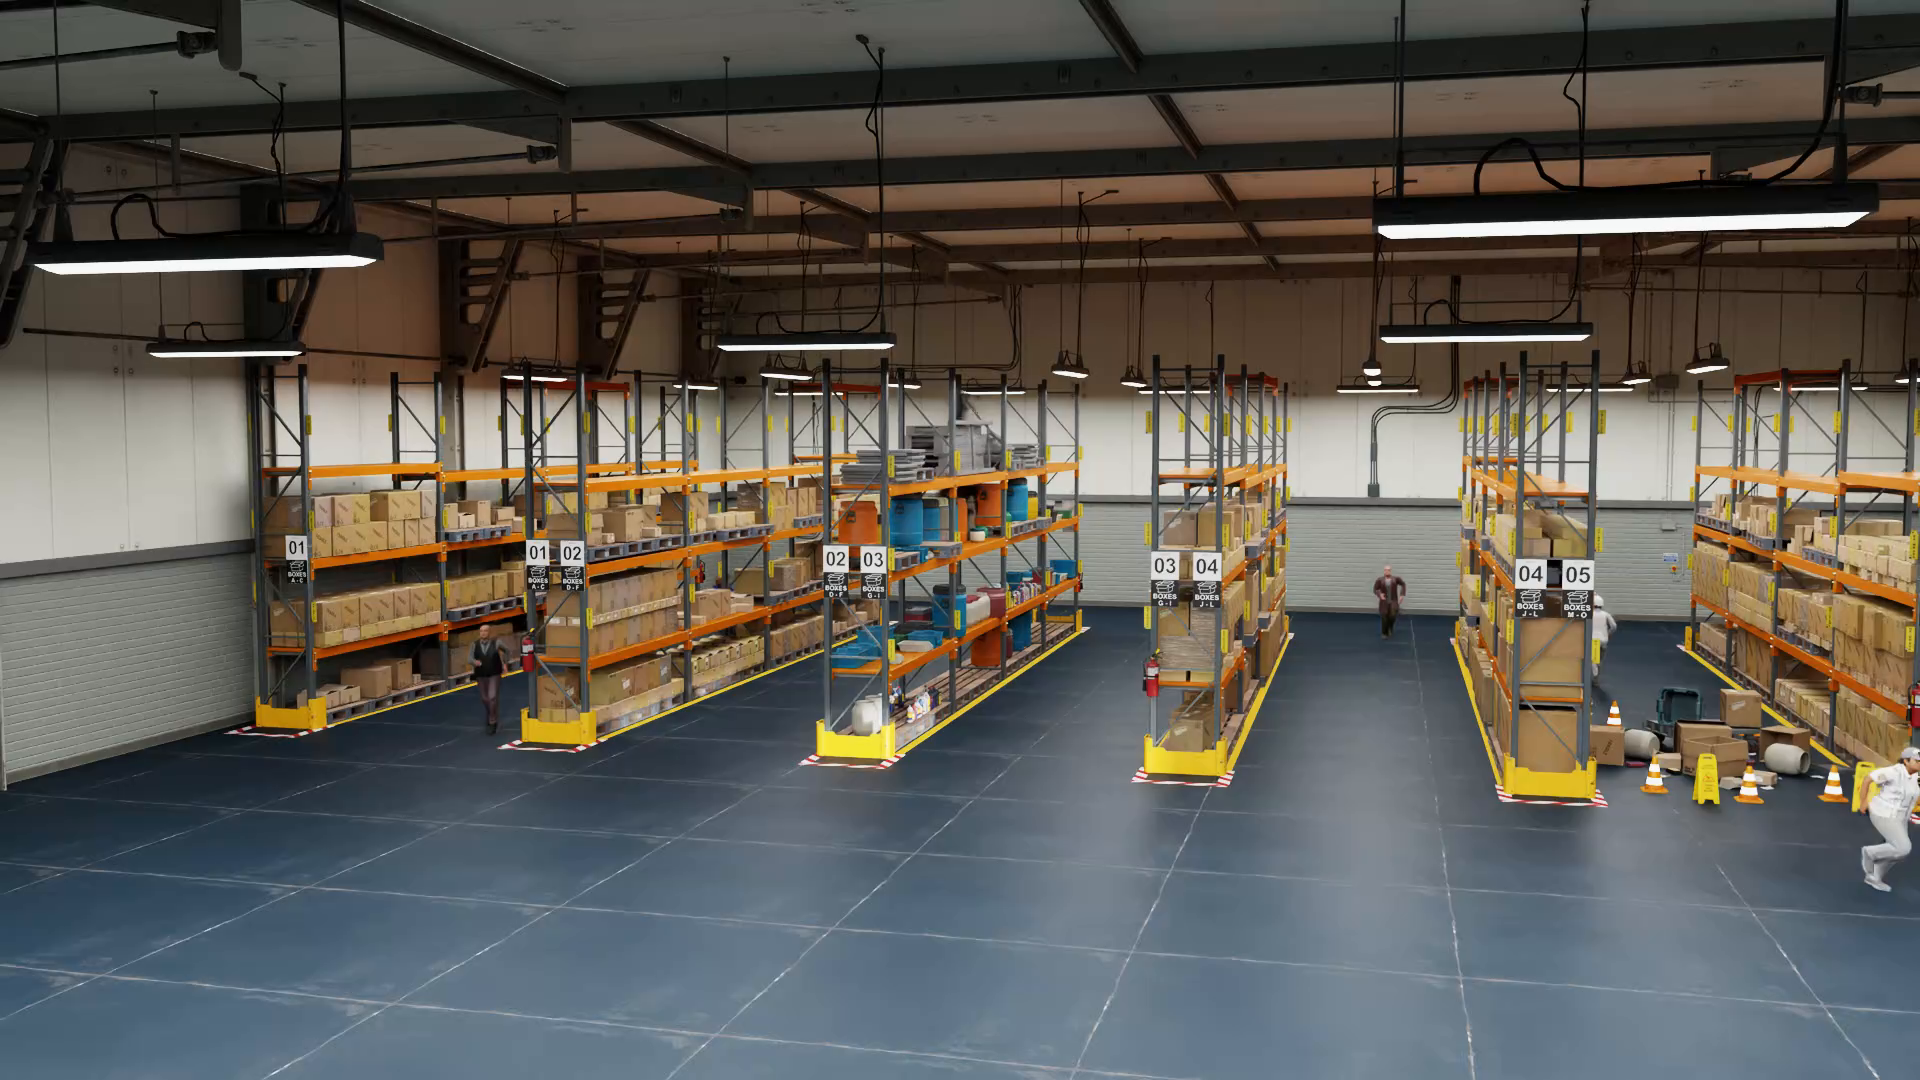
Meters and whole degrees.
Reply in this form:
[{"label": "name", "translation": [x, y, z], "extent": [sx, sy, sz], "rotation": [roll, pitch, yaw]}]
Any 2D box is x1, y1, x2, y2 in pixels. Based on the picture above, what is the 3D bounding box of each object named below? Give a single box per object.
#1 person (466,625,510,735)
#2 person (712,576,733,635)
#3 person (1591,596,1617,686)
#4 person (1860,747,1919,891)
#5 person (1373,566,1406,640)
[{"label": "person", "translation": [-7.732, 2.268, 27.236], "extent": [0.657, 1.754, 0.853], "rotation": [0, 4, -1]}, {"label": "person", "translation": [-5.431, 1.592, 38.170], "extent": [0.539, 1.599, 0.706], "rotation": [1, 4, 18]}, {"label": "person", "translation": [12.094, 1.948, 31.599], "extent": [0.663, 1.776, 0.922], "rotation": [1, 4, 12]}, {"label": "person", "translation": [10.049, 2.991, 17.820], "extent": [0.591, 1.592, 0.666], "rotation": [-2, 5, -31]}, {"label": "person", "translation": [9.981, 1.478, 38.684], "extent": [0.734, 1.719, 0.786], "rotation": [1, 4, 15]}]
